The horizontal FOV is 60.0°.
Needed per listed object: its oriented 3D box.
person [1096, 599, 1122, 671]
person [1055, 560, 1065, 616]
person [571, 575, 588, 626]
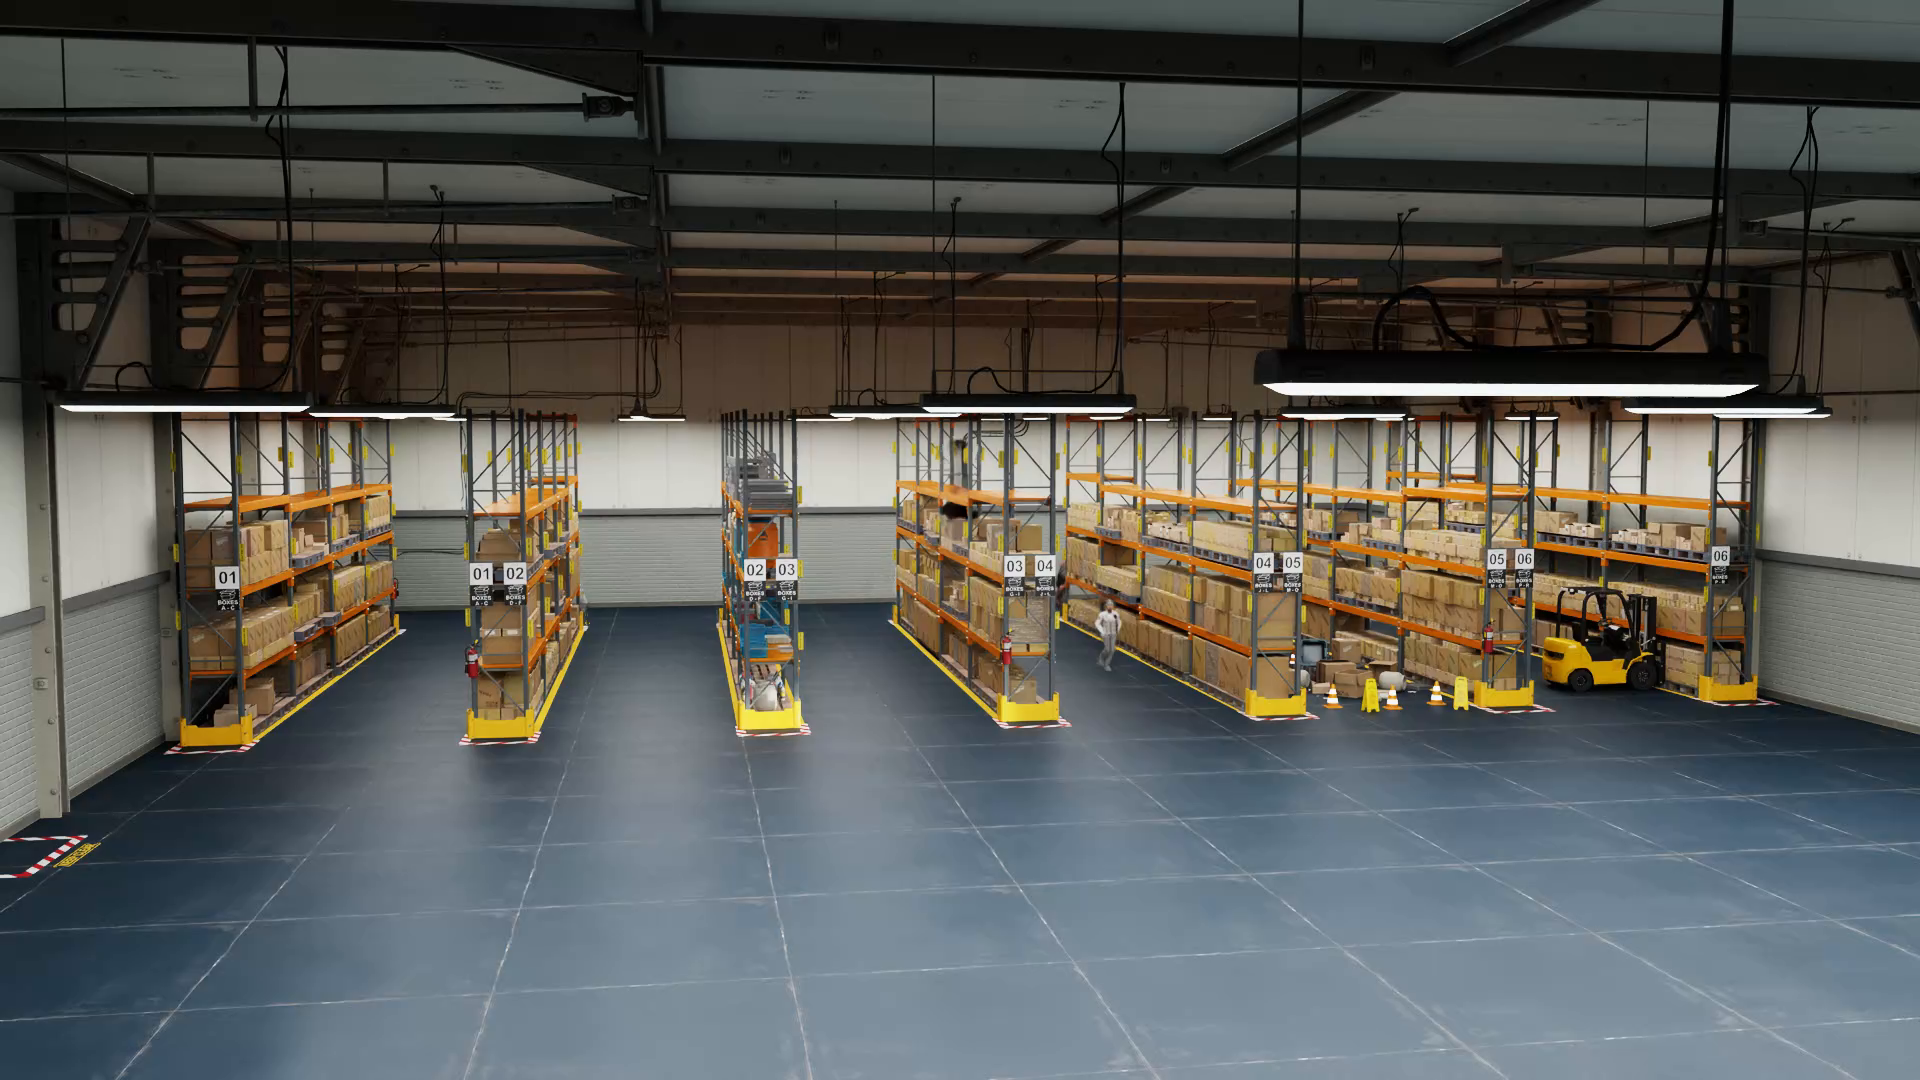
[{"bbox_3d":[3.485,2.204,38.640,0.604,1.669,0.567,-1,4,-11],"label":"person"},{"bbox_3d":[2.985,1.437,49.442,0.585,1.687,0.728,-1,4,-8],"label":"person"},{"bbox_3d":[-10.977,1.570,47.273,0.695,1.848,0.687,2,5,29],"label":"person"}]
